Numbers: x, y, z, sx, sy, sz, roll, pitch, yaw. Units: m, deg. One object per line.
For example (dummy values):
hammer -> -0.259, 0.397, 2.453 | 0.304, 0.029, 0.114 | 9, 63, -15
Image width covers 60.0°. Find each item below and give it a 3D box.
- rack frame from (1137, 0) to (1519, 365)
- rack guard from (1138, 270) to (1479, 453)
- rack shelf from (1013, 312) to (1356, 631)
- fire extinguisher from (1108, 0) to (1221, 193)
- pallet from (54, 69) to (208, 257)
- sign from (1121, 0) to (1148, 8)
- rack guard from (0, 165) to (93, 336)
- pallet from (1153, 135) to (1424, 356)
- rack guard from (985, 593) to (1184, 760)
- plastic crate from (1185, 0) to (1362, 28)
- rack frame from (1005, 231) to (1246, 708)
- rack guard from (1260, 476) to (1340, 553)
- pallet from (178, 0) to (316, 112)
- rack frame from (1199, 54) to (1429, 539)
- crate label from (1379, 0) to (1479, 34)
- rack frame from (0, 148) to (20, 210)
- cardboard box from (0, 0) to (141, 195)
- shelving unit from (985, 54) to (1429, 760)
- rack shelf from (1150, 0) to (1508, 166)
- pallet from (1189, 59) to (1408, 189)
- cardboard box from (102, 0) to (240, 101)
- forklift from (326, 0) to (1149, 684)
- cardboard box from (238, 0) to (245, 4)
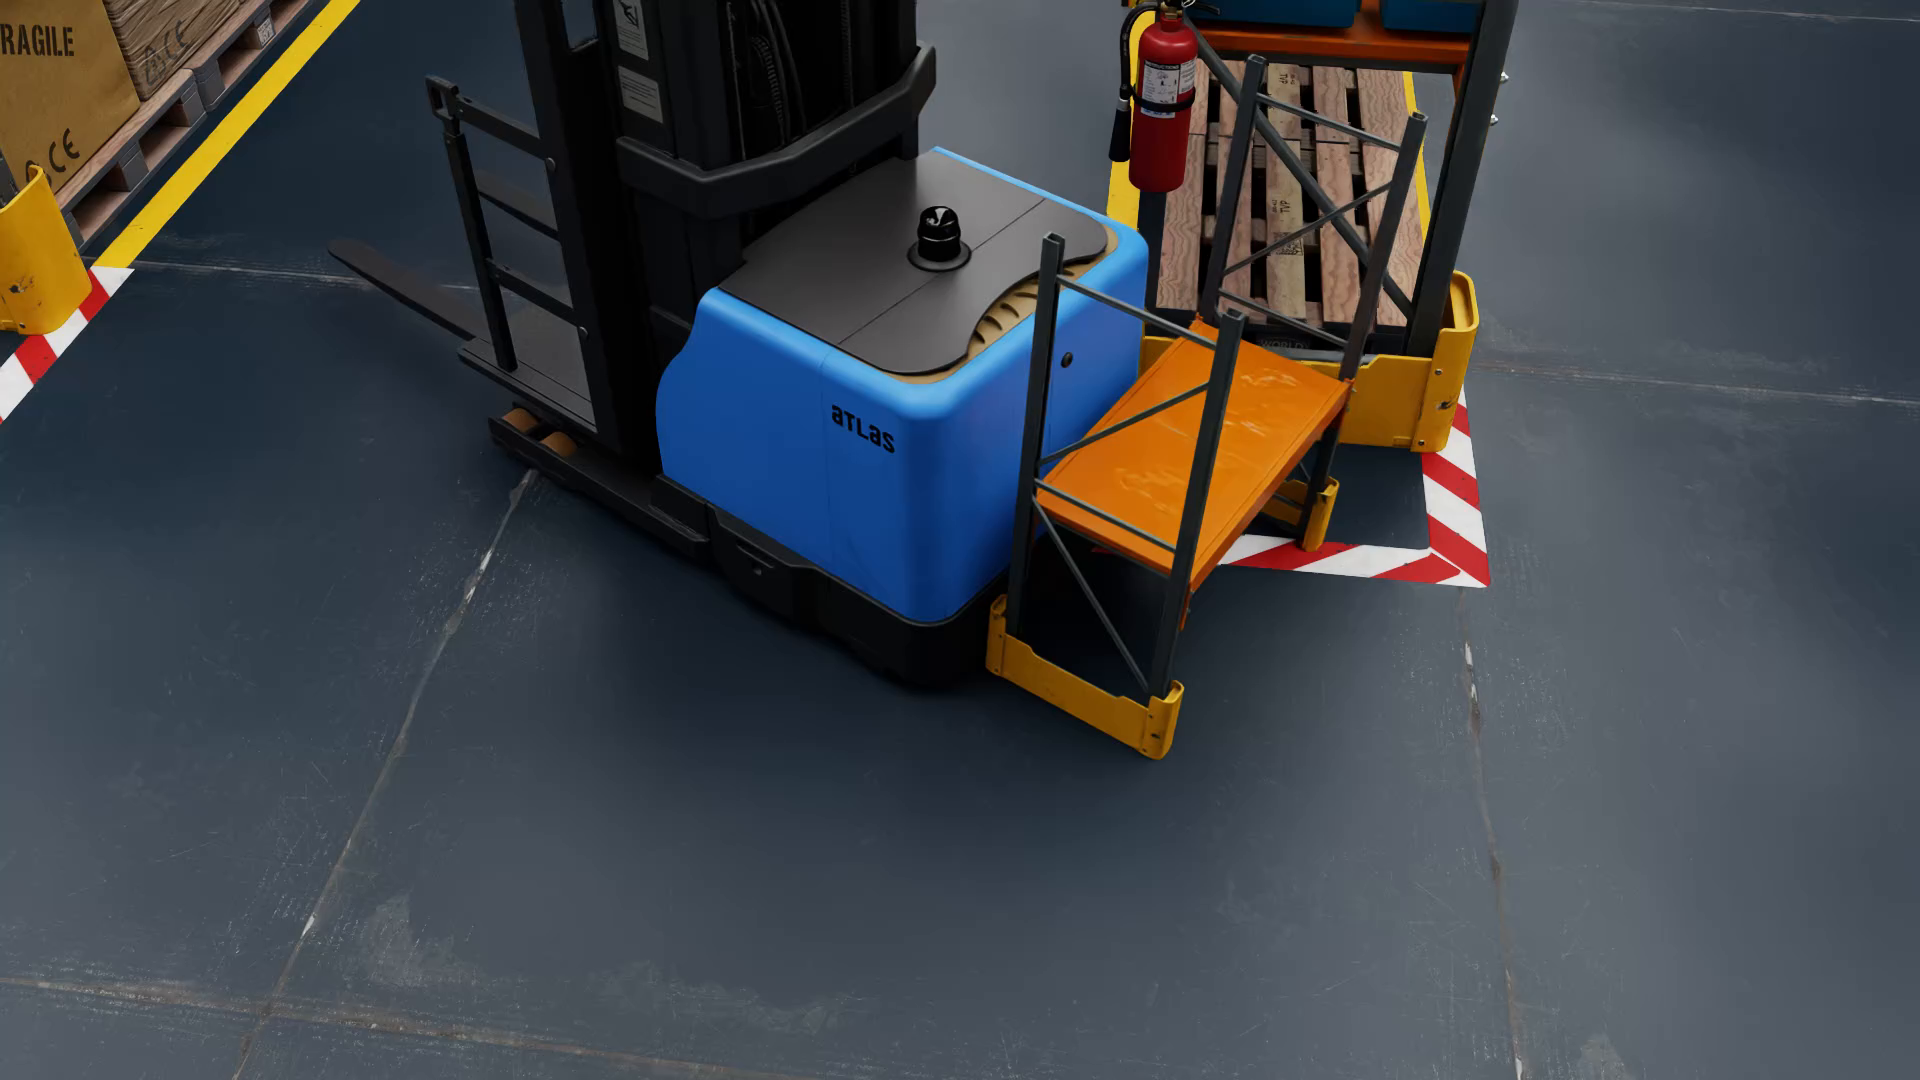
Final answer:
rack frame -> 1.064, -1.562, 4.718 | 1.000, 3.000, 0.127 | 5, 44, 6
rack guard -> 1.073, -0.637, 5.559 | 1.175, 0.500, 0.348 | 5, 44, 6
rack shelf -> 0.641, -0.222, 4.632 | 0.538, 0.185, 1.000 | 27, 50, 21
fire extinguisher -> 0.593, -1.337, 4.808 | 0.296, 0.674, 0.183 | 5, 44, 6
pallet -> -3.818, -1.552, 6.735 | 1.003, 0.211, 1.213 | 5, 44, 6
sign -> 0.516, -1.660, 4.703 | 0.100, 0.325, 0.005 | 5, 44, 6
rack guard -> -3.849, -1.088, 6.036 | 1.175, 0.500, 0.348 | 5, 44, 6
pallet -> 1.211, -1.108, 6.267 | 1.003, 0.211, 1.213 | 5, 44, 6
rack guard -> 0.337, 0.380, 4.642 | 0.587, 0.250, 0.087 | 27, 50, 21
plastic crate -> 0.923, -1.842, 4.944 | 0.616, 0.435, 0.499 | 5, 44, 6
rack frame -> 0.366, -0.058, 4.197 | 0.500, 1.500, 0.032 | 27, 50, 21
rack guard -> 0.892, -0.189, 5.242 | 0.587, 0.250, 0.087 | 27, 50, 21
pallet -> -3.654, -2.381, 7.611 | 1.003, 0.211, 1.213 | 5, 44, 6
rack frame -> 0.932, -0.639, 4.810 | 0.500, 1.500, 0.032 | 27, 50, 21
crate label -> 1.423, -1.661, 4.901 | 0.416, 0.233, 0.303 | 5, 44, 6
rack frame -> -3.846, -2.012, 5.194 | 1.000, 3.000, 0.127 | 5, 44, 6
cardboard box -> -3.841, -1.837, 6.248 | 0.875, 0.875, 0.875 | 5, 44, 6
shelving unit -> 0.644, -0.343, 4.498 | 0.587, 1.500, 1.083 | 27, 50, 21
rack shelf -> 1.328, -2.664, 6.405 | 1.077, 0.370, 4.000 | 5, 44, 6
pallet -> 1.375, -1.937, 7.142 | 1.003, 0.211, 1.213 | 5, 44, 6
cardboard box -> -3.720, -2.457, 6.903 | 0.875, 0.875, 0.875 | 5, 44, 6
forklift -> -0.926, -1.505, 4.708 | 3.031, 2.935, 1.130 | 29, 51, 27
cardboard box -> -3.603, -3.063, 7.544 | 0.875, 0.875, 0.875 | 5, 44, 6
